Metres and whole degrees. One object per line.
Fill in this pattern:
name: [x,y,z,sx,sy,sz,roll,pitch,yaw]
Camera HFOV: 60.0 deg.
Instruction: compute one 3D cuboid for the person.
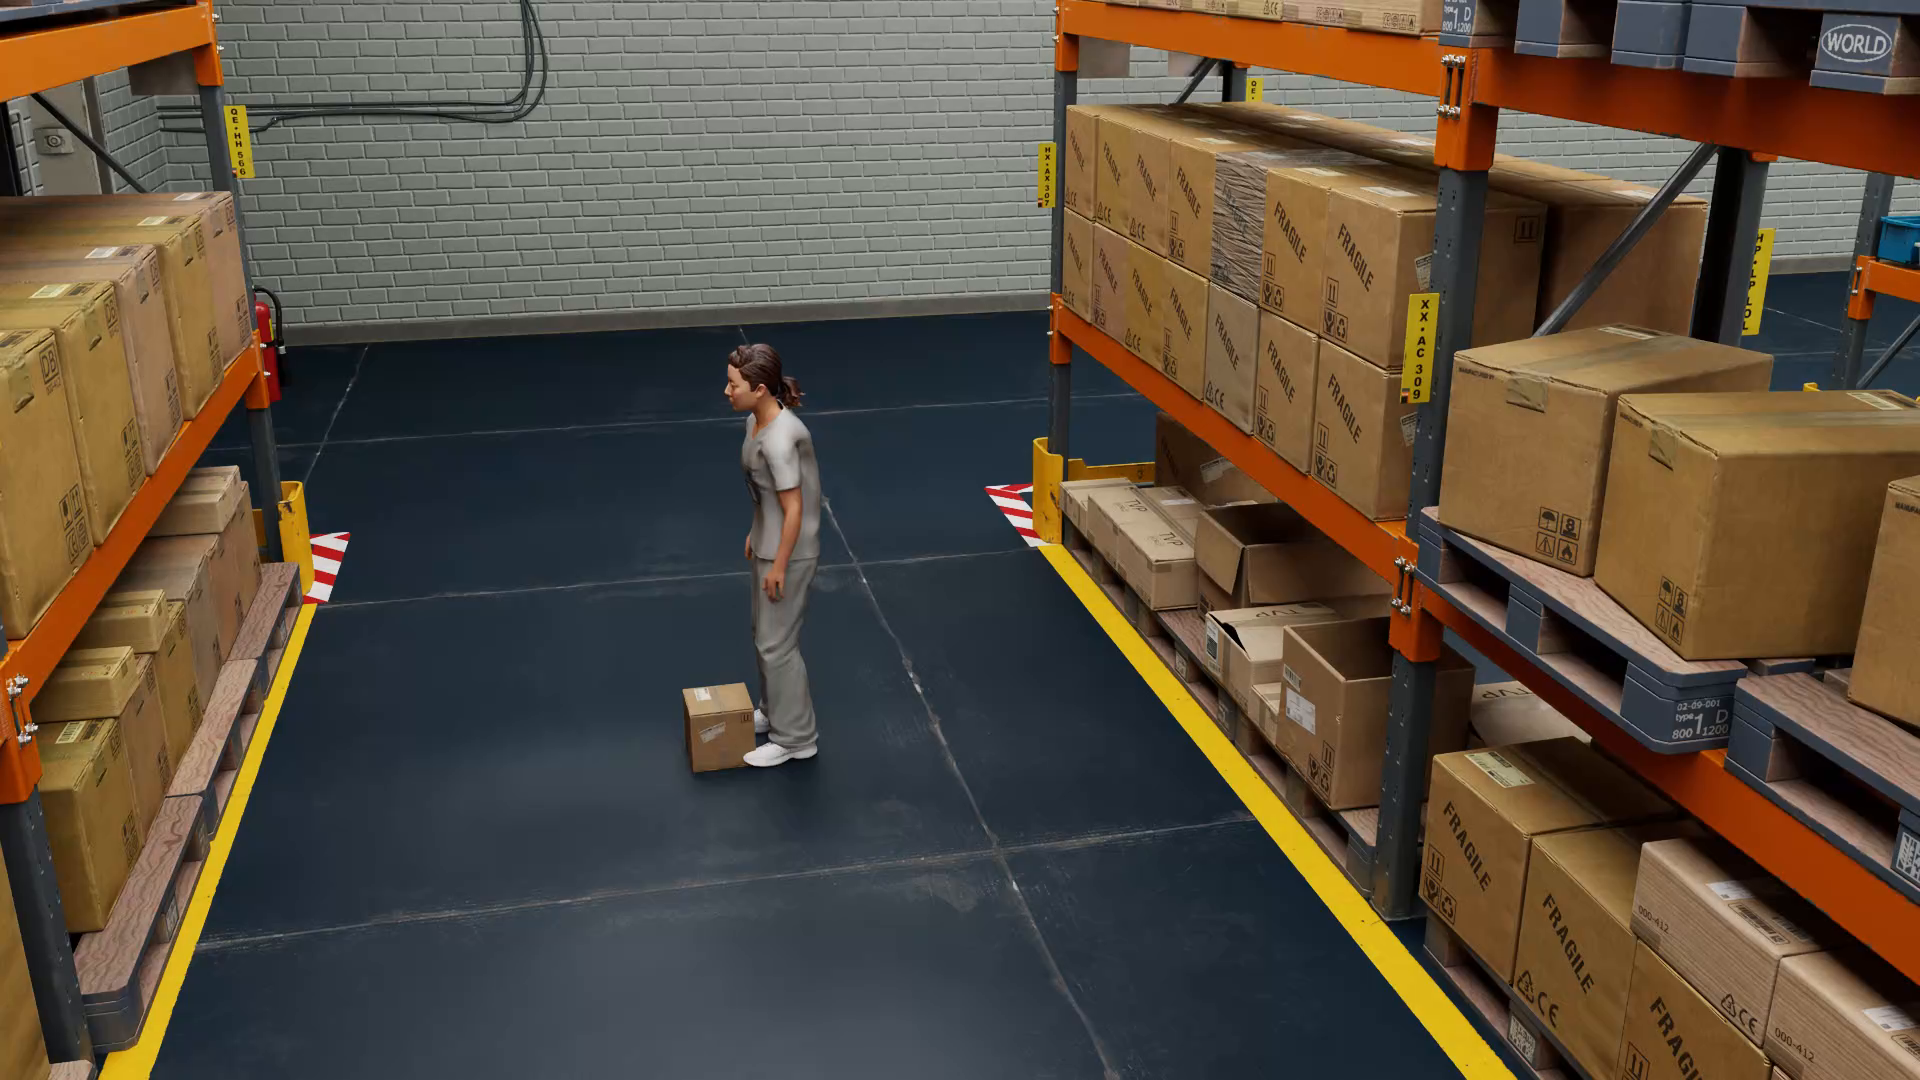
person: [-0.719,0.052,6.428,0.354,1.673,0.513,-6,20,-15]
